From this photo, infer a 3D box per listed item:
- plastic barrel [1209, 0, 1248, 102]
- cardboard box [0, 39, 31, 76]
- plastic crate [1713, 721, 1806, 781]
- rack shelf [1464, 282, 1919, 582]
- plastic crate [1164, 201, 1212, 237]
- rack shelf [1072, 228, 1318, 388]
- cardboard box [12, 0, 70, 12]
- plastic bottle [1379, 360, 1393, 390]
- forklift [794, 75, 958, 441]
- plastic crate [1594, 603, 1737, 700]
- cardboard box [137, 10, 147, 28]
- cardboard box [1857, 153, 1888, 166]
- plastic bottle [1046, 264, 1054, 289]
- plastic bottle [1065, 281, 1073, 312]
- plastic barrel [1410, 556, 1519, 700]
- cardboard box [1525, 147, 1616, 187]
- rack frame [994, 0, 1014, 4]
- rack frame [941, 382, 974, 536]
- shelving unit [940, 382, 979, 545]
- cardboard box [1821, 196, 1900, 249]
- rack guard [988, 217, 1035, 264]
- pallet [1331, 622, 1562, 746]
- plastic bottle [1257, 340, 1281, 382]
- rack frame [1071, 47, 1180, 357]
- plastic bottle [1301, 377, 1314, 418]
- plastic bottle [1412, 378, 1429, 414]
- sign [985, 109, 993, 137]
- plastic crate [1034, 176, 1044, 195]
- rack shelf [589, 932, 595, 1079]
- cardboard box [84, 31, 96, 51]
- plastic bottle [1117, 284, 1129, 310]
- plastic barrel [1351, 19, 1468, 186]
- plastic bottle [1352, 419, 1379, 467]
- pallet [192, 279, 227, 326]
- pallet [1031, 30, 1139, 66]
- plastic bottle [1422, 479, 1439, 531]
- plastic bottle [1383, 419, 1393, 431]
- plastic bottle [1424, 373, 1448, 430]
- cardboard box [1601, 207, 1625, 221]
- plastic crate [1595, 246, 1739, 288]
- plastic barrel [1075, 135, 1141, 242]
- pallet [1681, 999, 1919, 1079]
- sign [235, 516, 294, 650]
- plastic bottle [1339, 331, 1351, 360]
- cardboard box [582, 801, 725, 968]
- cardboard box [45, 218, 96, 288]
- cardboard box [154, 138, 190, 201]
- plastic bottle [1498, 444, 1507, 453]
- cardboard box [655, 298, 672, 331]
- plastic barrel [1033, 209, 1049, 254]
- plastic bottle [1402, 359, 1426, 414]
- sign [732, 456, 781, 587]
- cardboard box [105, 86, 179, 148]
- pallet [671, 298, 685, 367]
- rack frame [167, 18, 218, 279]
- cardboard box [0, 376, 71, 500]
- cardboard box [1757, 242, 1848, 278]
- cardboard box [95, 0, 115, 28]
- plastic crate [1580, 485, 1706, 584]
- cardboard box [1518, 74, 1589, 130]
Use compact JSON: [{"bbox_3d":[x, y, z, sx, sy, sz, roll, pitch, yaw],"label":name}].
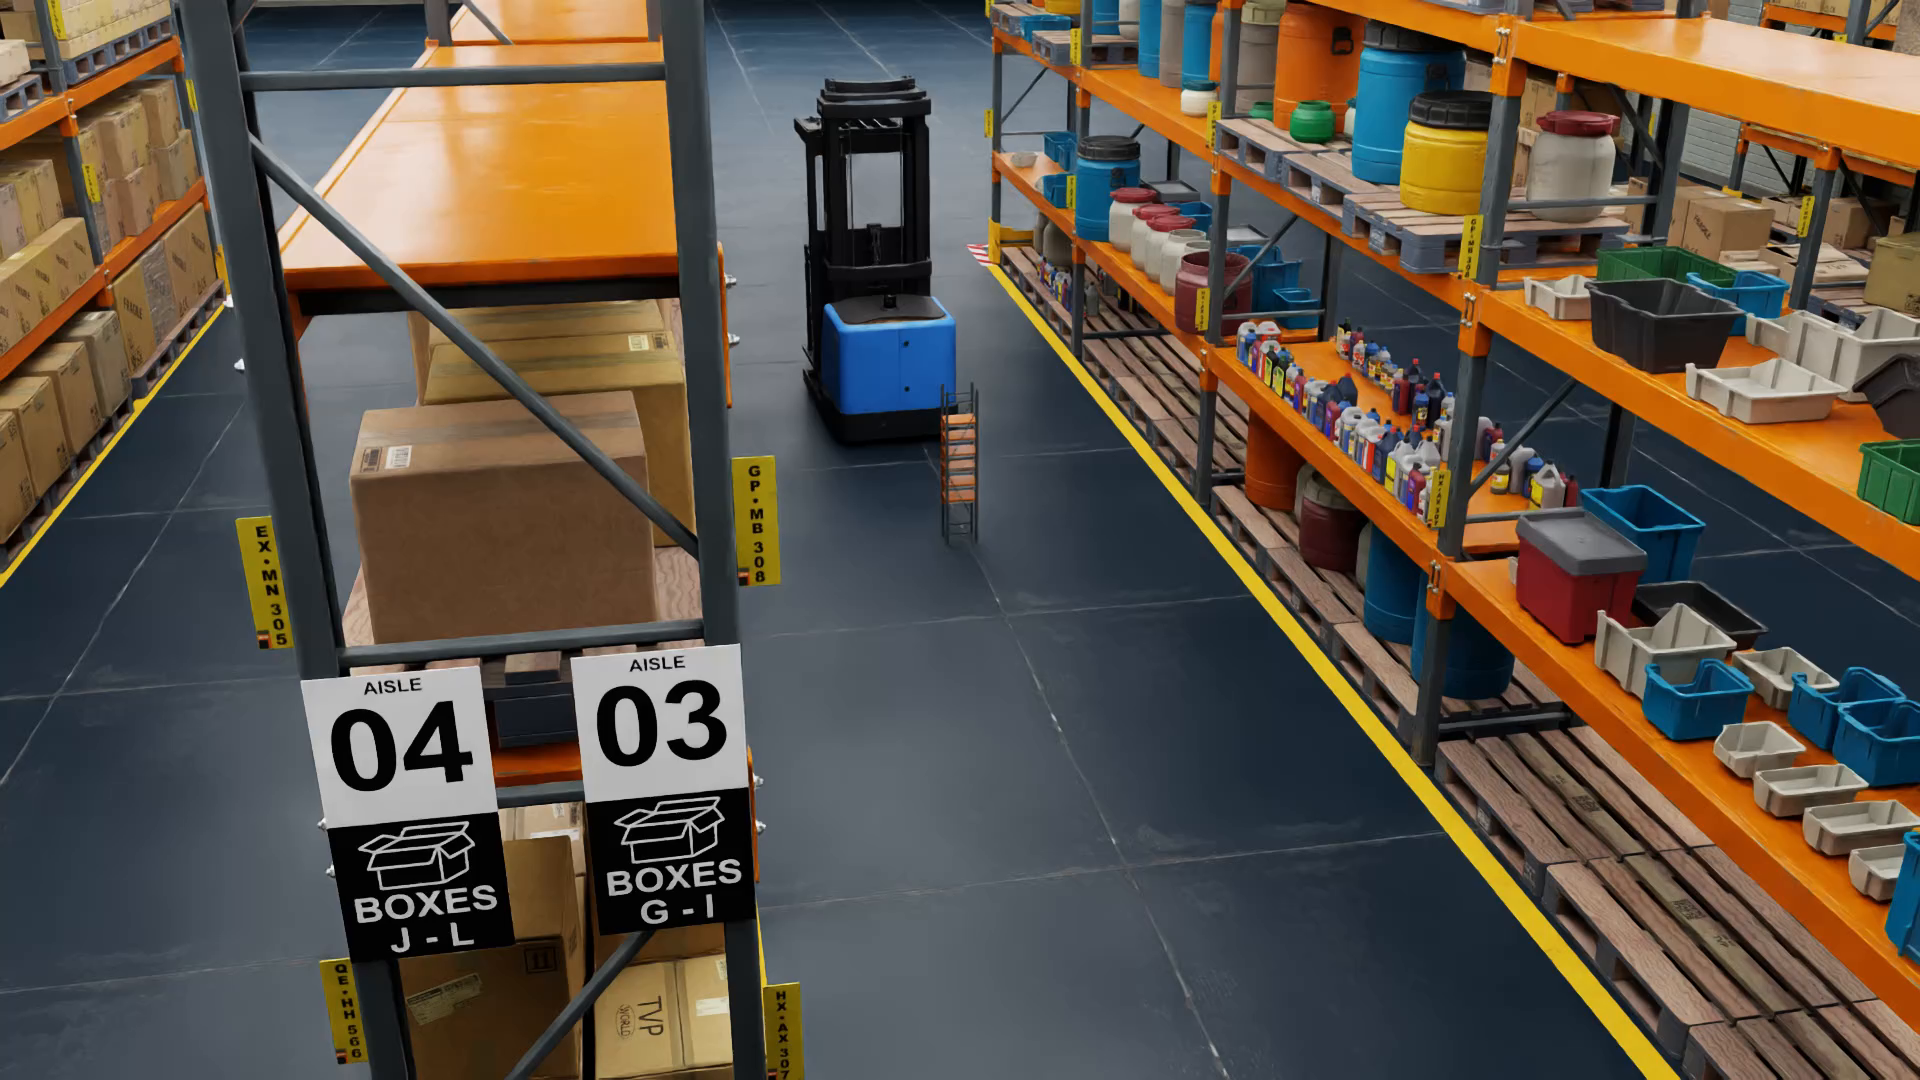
[{"bbox_3d":[2.305,-3.873,13.328,0.600,0.830,0.708,-4,24,-10],"label":"plastic barrel"},{"bbox_3d":[-7.848,-3.863,13.379,0.500,0.250,0.500,-4,24,-9],"label":"cardboard box"},{"bbox_3d":[3.327,0.890,6.962,0.298,0.136,0.250,-4,24,-10],"label":"plastic crate"},{"bbox_3d":[3.474,-0.390,6.789,1.077,0.370,4.000,-4,24,-10],"label":"rack shelf"},{"bbox_3d":[2.135,-2.860,15.314,0.392,0.384,0.575,-4,24,-10],"label":"plastic crate"},{"bbox_3d":[1.995,-2.162,14.594,1.077,0.370,4.000,-4,24,-10],"label":"rack shelf"},{"bbox_3d":[-7.869,-4.616,14.234,0.380,0.149,0.250,-4,24,-9],"label":"cardboard box"},{"bbox_3d":[2.995,-1.158,11.644,0.097,0.201,0.097,0,24,0],"label":"plastic bottle"},{"bbox_3d":[-0.869,-2.754,15.136,1.130,2.935,3.031,-6,24,-13],"label":"forklift"},{"bbox_3d":[3.206,0.509,7.652,0.437,0.282,0.530,-4,24,-10],"label":"plastic crate"},{"bbox_3d":[-8.293,-5.150,16.452,0.380,0.149,0.250,-5,24,-11],"label":"cardboard box"},{"bbox_3d":[10.783,-4.509,19.232,0.500,0.250,0.500,-4,24,-10],"label":"cardboard box"},{"bbox_3d":[0.996,-2.893,18.228,0.097,0.271,0.097,0,24,0],"label":"plastic bottle"},{"bbox_3d":[1.187,-2.574,17.398,0.144,0.351,0.185,-6,24,-12],"label":"plastic bottle"},{"bbox_3d":[3.020,0.422,9.875,0.600,0.901,0.708,-4,24,-10],"label":"plastic barrel"},{"bbox_3d":[6.405,-3.864,17.466,0.700,0.500,0.500,-5,24,-11],"label":"cardboard box"},{"bbox_3d":[0.885,-7.601,18.653,1.000,3.000,0.127,-4,24,-10],"label":"rack frame"},{"bbox_3d":[-0.020,-0.592,12.348,0.240,1.200,0.006,-4,24,-10],"label":"rack frame"},{"bbox_3d":[-0.003,-0.556,12.265,0.258,1.200,0.189,-4,24,-10],"label":"shelving unit"},{"bbox_3d":[10.853,-3.846,20.124,0.700,0.500,0.500,-6,24,-13],"label":"cardboard box"},{"bbox_3d":[0.946,-3.680,20.294,1.175,0.500,0.348,-4,24,-10],"label":"rack guard"},{"bbox_3d":[3.002,0.839,10.307,1.003,0.211,1.213,-4,24,-10],"label":"pallet"},{"bbox_3d":[2.212,-1.272,11.813,0.152,0.276,0.135,-4,24,-10],"label":"plastic bottle"},{"bbox_3d":[1.625,-3.279,16.252,1.000,3.000,0.127,-4,24,-10],"label":"rack frame"},{"bbox_3d":[2.335,-0.950,11.081,0.097,0.271,0.097,0,24,0],"label":"plastic bottle"},{"bbox_3d":[3.069,-0.945,11.054,0.061,0.283,0.133,-4,24,-10],"label":"plastic bottle"},{"bbox_3d":[0.344,-4.940,19.709,0.100,0.325,0.005,-4,24,-10],"label":"sign"},{"bbox_3d":[1.076,-3.778,17.724,0.530,0.136,0.437,-4,24,-10],"label":"plastic crate"},{"bbox_3d":[-1.394,1.351,6.550,1.077,0.370,4.000,-4,24,-10],"label":"rack shelf"},{"bbox_3d":[-7.964,-4.451,14.852,0.380,0.149,0.250,-4,24,-10],"label":"cardboard box"},{"bbox_3d":[1.742,-2.604,17.467,0.144,0.351,0.185,-4,24,-10],"label":"plastic bottle"},{"bbox_3d":[2.638,-2.589,9.773,0.600,0.901,0.708,-4,24,-10],"label":"plastic barrel"},{"bbox_3d":[2.528,-0.601,10.276,0.152,0.276,0.135,-4,24,-10],"label":"plastic bottle"},{"bbox_3d":[-8.651,-2.571,18.116,1.003,0.211,1.213,-4,24,-10],"label":"pallet"},{"bbox_3d":[1.395,-4.843,16.322,1.213,0.211,1.003,-4,24,-10],"label":"pallet"},{"bbox_3d":[2.714,-0.206,9.372,0.152,0.276,0.135,-4,24,-10],"label":"plastic bottle"},{"bbox_3d":[2.647,-0.616,10.315,0.097,0.271,0.097,0,24,0],"label":"plastic bottle"},{"bbox_3d":[3.117,-0.915,10.901,0.144,0.351,0.185,-4,24,-10],"label":"plastic bottle"},{"bbox_3d":[6.456,-3.165,16.305,0.380,0.149,0.250,-4,24,-10],"label":"cardboard box"},{"bbox_3d":[3.480,-1.265,8.158,0.450,0.188,0.662,-4,24,-10],"label":"plastic crate"},{"bbox_3d":[1.399,-3.334,15.752,0.600,0.901,0.708,-4,24,-10],"label":"plastic barrel"},{"bbox_3d":[3.730,2.392,6.752,1.003,0.211,1.213,-4,24,-10],"label":"pallet"},{"bbox_3d":[-1.560,0.099,3.764,0.100,0.325,0.005,-4,24,-10],"label":"sign"},{"bbox_3d":[2.862,-1.440,12.290,0.097,0.201,0.097,0,24,0],"label":"plastic bottle"},{"bbox_3d":[-0.940,0.991,5.354,0.500,0.500,0.500,-5,24,-11],"label":"cardboard box"},{"bbox_3d":[-7.777,-2.445,14.218,0.500,0.500,0.500,-4,24,-10],"label":"cardboard box"},{"bbox_3d":[-8.639,-3.869,17.417,0.875,0.550,0.550,-4,24,-10],"label":"cardboard box"},{"bbox_3d":[3.313,-0.481,10.094,0.097,0.201,0.097,0,24,0],"label":"plastic bottle"},{"bbox_3d":[-1.465,-0.909,6.303,0.700,0.500,0.500,-3,24,-7],"label":"cardboard box"},{"bbox_3d":[1.082,-3.651,19.688,0.421,0.512,0.421,0,24,0],"label":"plastic barrel"},{"bbox_3d":[3.058,-1.040,11.187,0.144,0.351,0.185,-4,24,-10],"label":"plastic bottle"},{"bbox_3d":[-0.477,-0.042,3.902,0.100,0.325,0.005,-4,24,-10],"label":"sign"},{"bbox_3d":[-8.653,-4.363,17.199,0.875,0.550,0.550,-4,24,-10],"label":"cardboard box"},{"bbox_3d":[-1.622,-0.777,6.886,1.003,0.211,1.213,-4,24,-10],"label":"pallet"},{"bbox_3d":[-8.875,-4.158,18.265,1.000,3.000,0.127,-4,24,-10],"label":"rack frame"},{"bbox_3d":[-7.585,-0.763,12.777,1.050,0.750,0.750,-4,24,-9],"label":"cardboard box"},{"bbox_3d":[7.258,-2.396,14.341,0.500,0.311,0.500,-5,24,-10],"label":"cardboard box"},{"bbox_3d":[-8.140,-4.875,15.325,0.500,0.250,0.500,-5,24,-10],"label":"cardboard box"},{"bbox_3d":[3.526,0.006,8.675,0.392,0.384,0.575,-4,24,-10],"label":"plastic crate"},{"bbox_3d":[6.311,-4.657,17.661,0.700,0.500,0.500,-4,24,-10],"label":"cardboard box"}]
